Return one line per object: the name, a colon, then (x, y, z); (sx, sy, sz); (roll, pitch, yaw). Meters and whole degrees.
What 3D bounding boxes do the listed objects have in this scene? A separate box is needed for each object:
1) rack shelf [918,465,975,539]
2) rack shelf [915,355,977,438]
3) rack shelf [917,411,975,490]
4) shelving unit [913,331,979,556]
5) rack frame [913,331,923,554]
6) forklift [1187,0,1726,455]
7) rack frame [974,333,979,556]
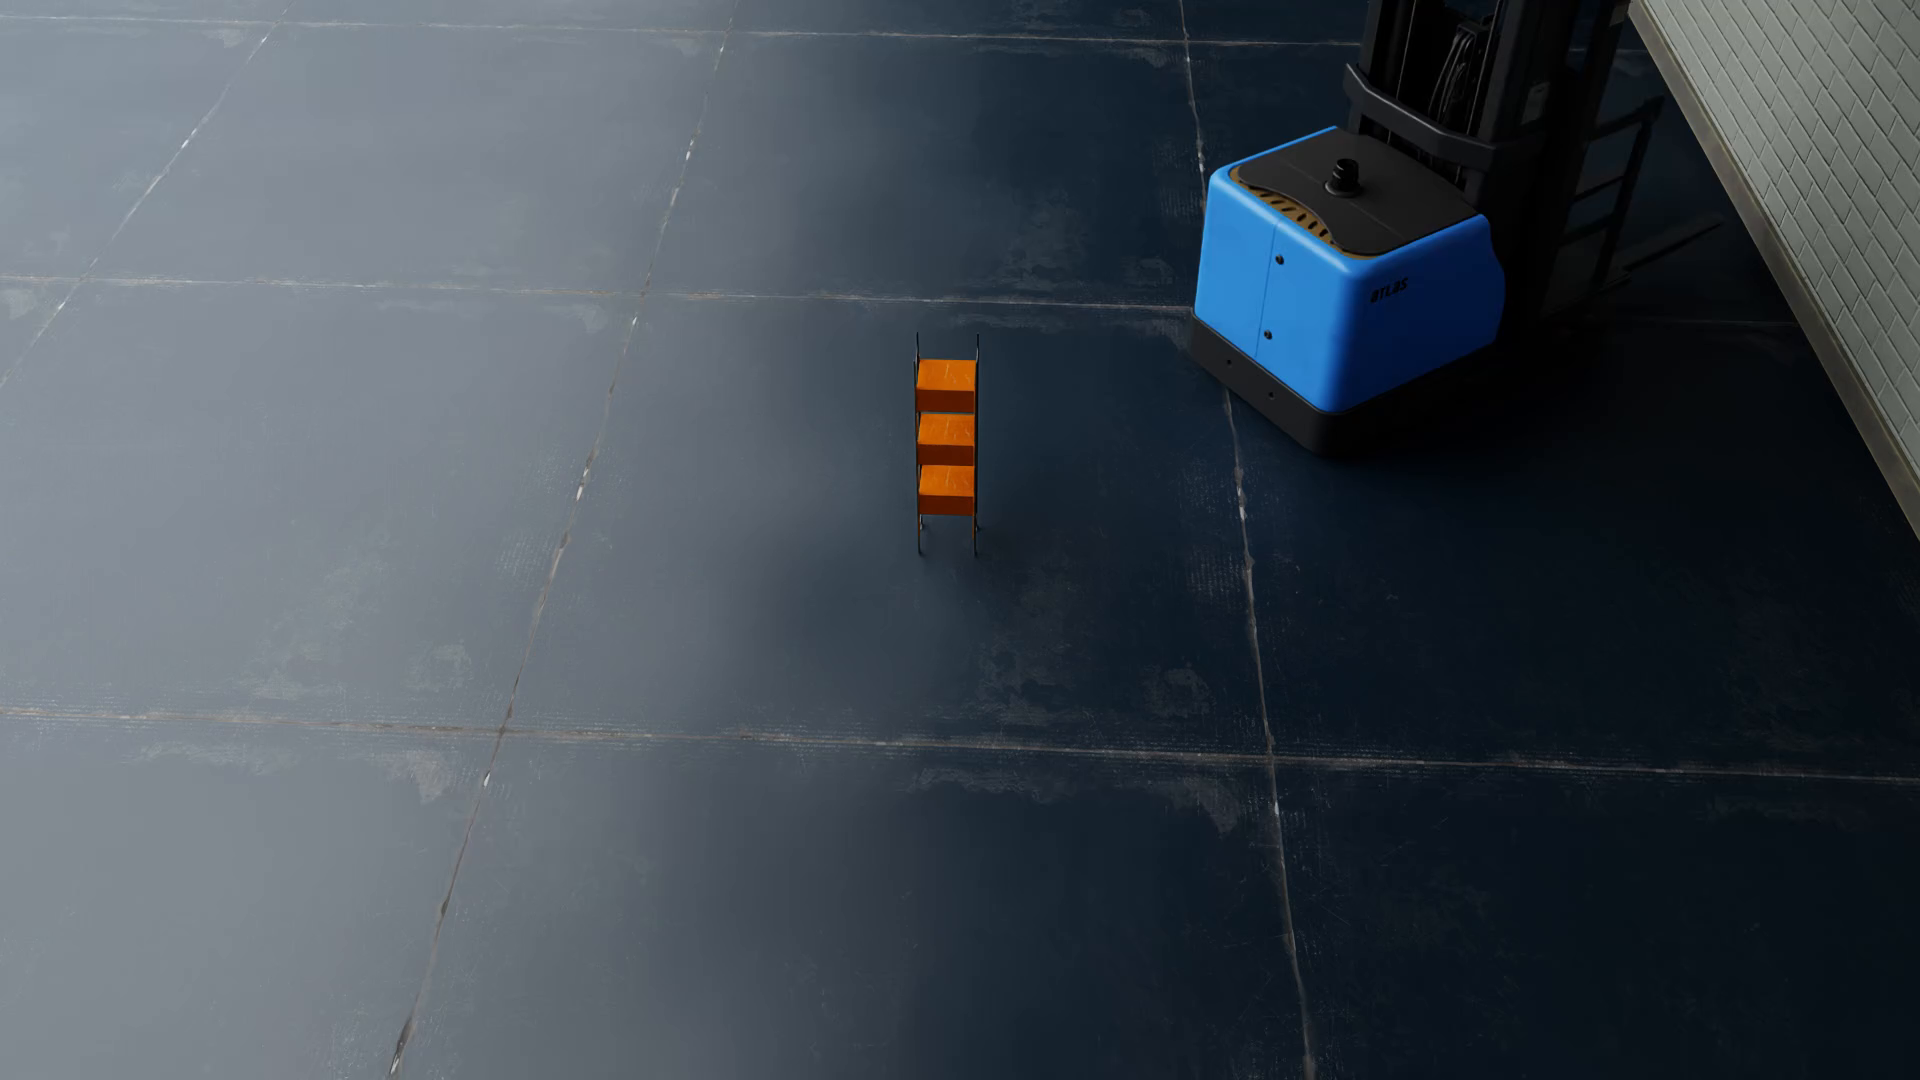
rack shelf: (-0.053, -0.175, 7.176); (0.240, 0.259, 0.215); (2, 43, 2)
rack shelf: (-0.053, -0.586, 6.793); (0.240, 0.259, 0.215); (2, 43, 2)
rack shelf: (-0.053, -0.378, 6.987); (0.240, 0.259, 0.215); (2, 43, 2)
shelving unit: (-0.053, -0.386, 6.979); (0.252, 1.050, 0.215); (2, 43, 2)
rack frame: (-0.175, -0.390, 6.983); (0.008, 1.050, 0.200); (2, 43, 2)
forklift: (2.634, -2.247, 7.597); (3.031, 2.935, 1.130); (-24, 48, -24)
rack frame: (0.068, -0.382, 6.975); (0.008, 1.050, 0.200); (2, 43, 2)
